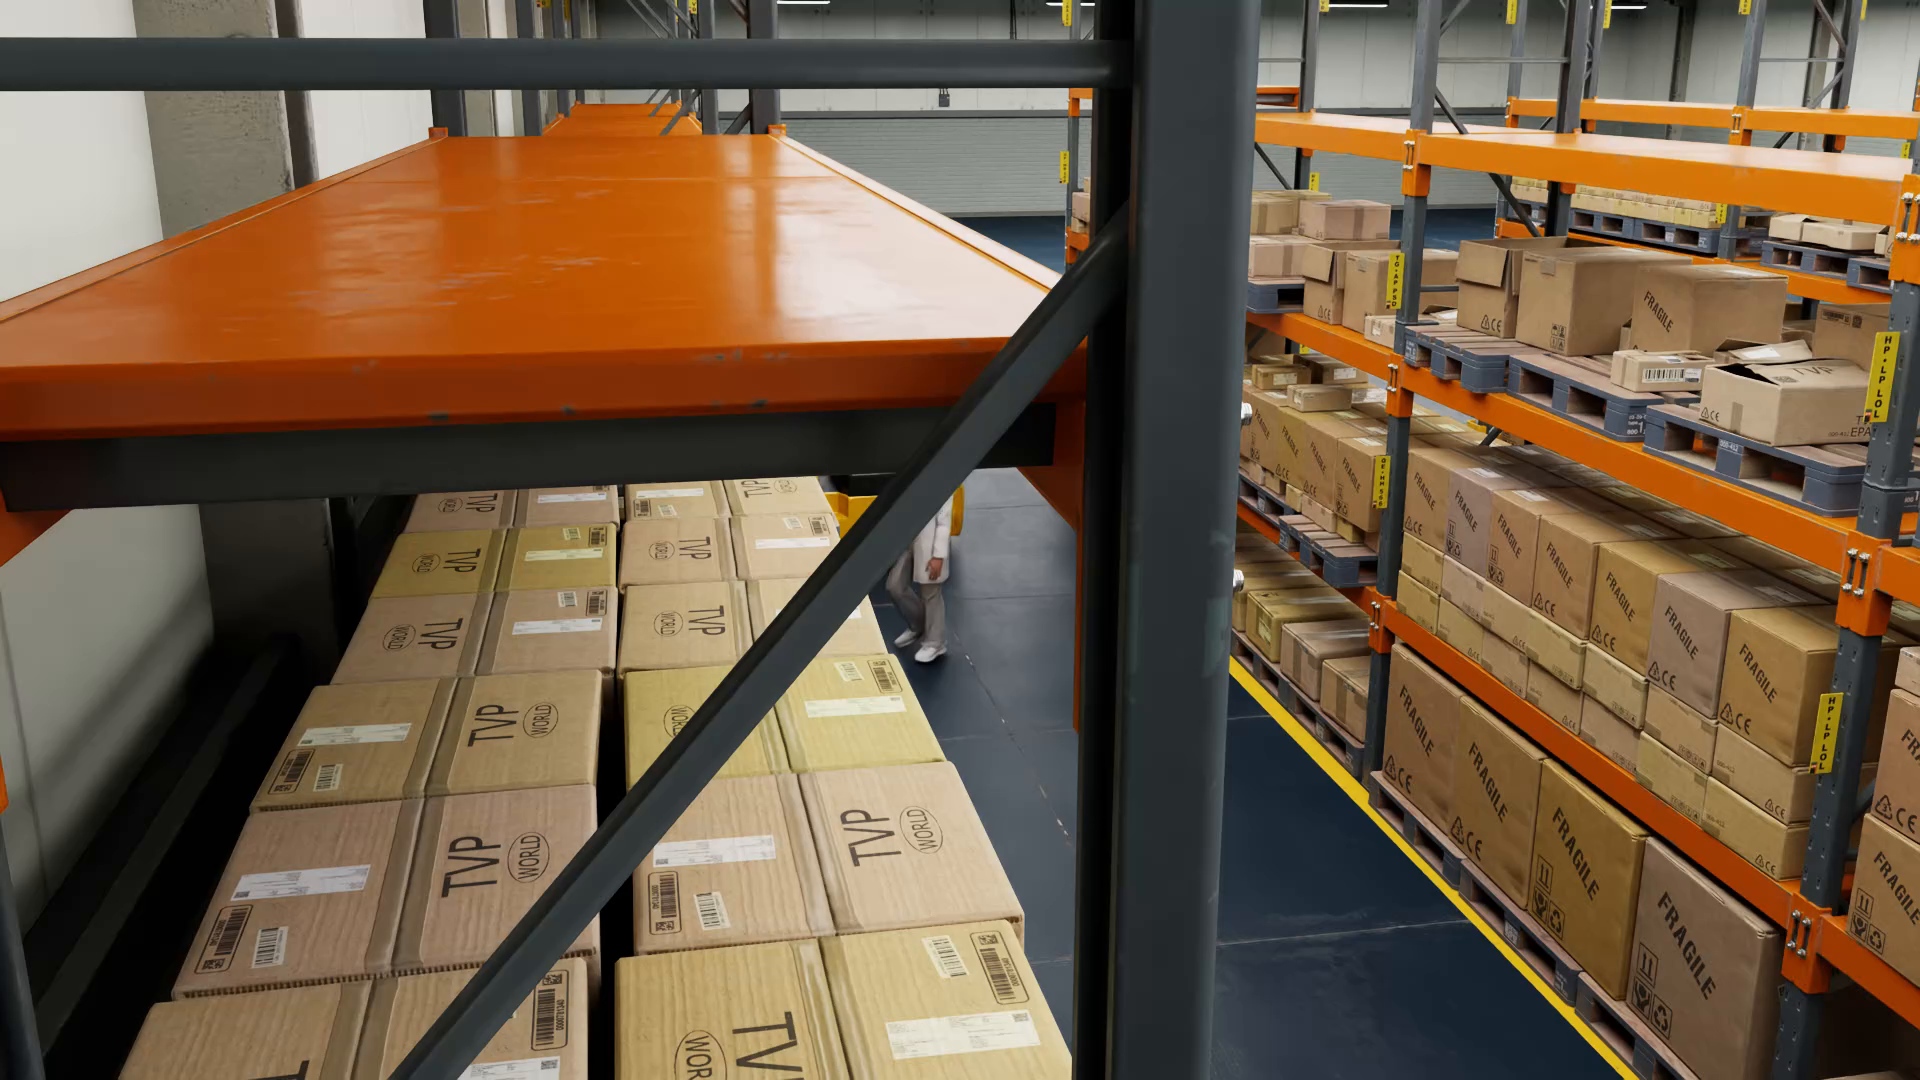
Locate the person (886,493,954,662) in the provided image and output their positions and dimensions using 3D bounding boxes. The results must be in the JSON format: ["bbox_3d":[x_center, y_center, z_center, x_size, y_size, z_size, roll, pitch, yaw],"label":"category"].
[{"bbox_3d":[-0.286,0.060,12.775,0.496,1.774,0.653,-13,21,-38],"label":"person"}]
